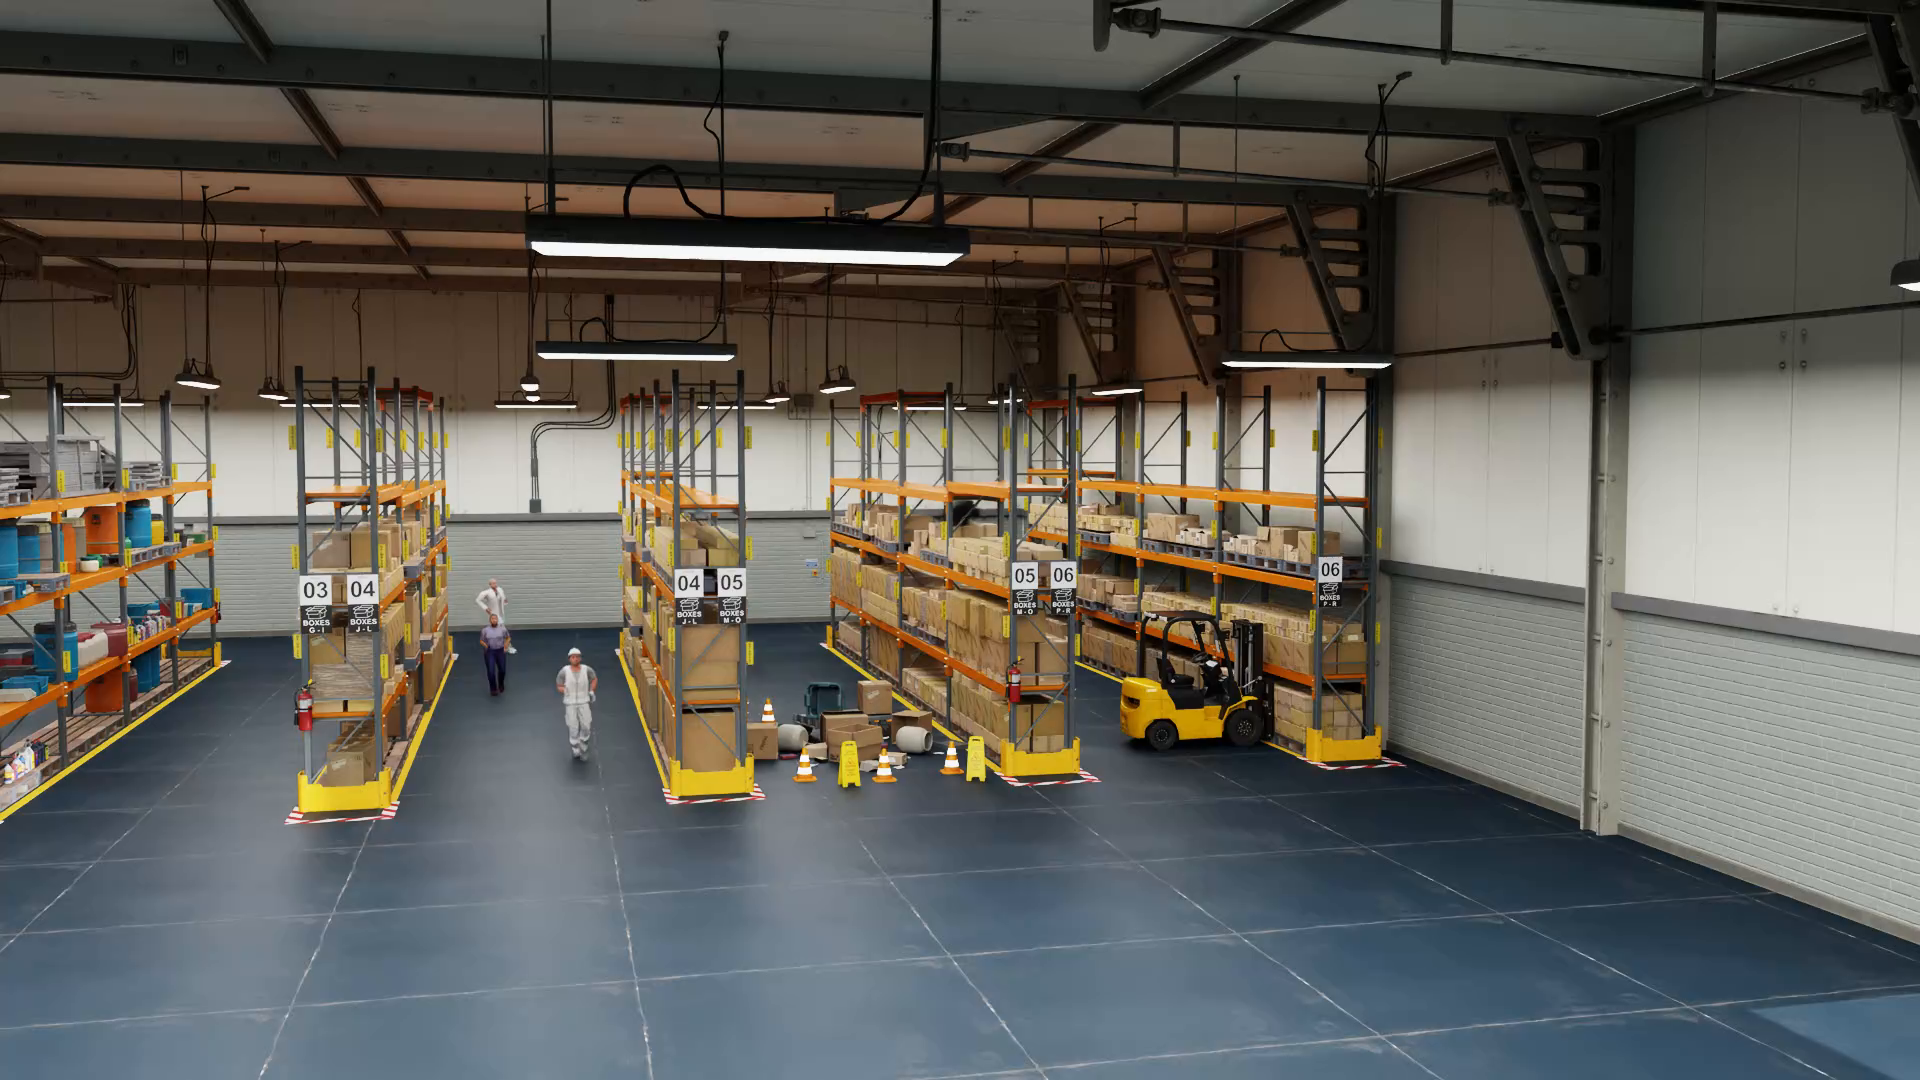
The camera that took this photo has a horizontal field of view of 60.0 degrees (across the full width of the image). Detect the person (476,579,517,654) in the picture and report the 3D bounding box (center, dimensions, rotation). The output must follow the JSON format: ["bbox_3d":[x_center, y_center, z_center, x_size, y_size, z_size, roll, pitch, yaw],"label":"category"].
[{"bbox_3d":[-10.960,1.788,39.132,0.955,1.777,0.713,2,4,25],"label":"person"}]

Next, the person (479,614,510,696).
[{"bbox_3d":[-9.116,2.253,32.611,0.599,1.601,0.557,-1,4,-17],"label":"person"}]

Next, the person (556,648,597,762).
[{"bbox_3d":[-5.952,2.572,25.872,0.628,1.784,0.692,-1,4,-15],"label":"person"}]
